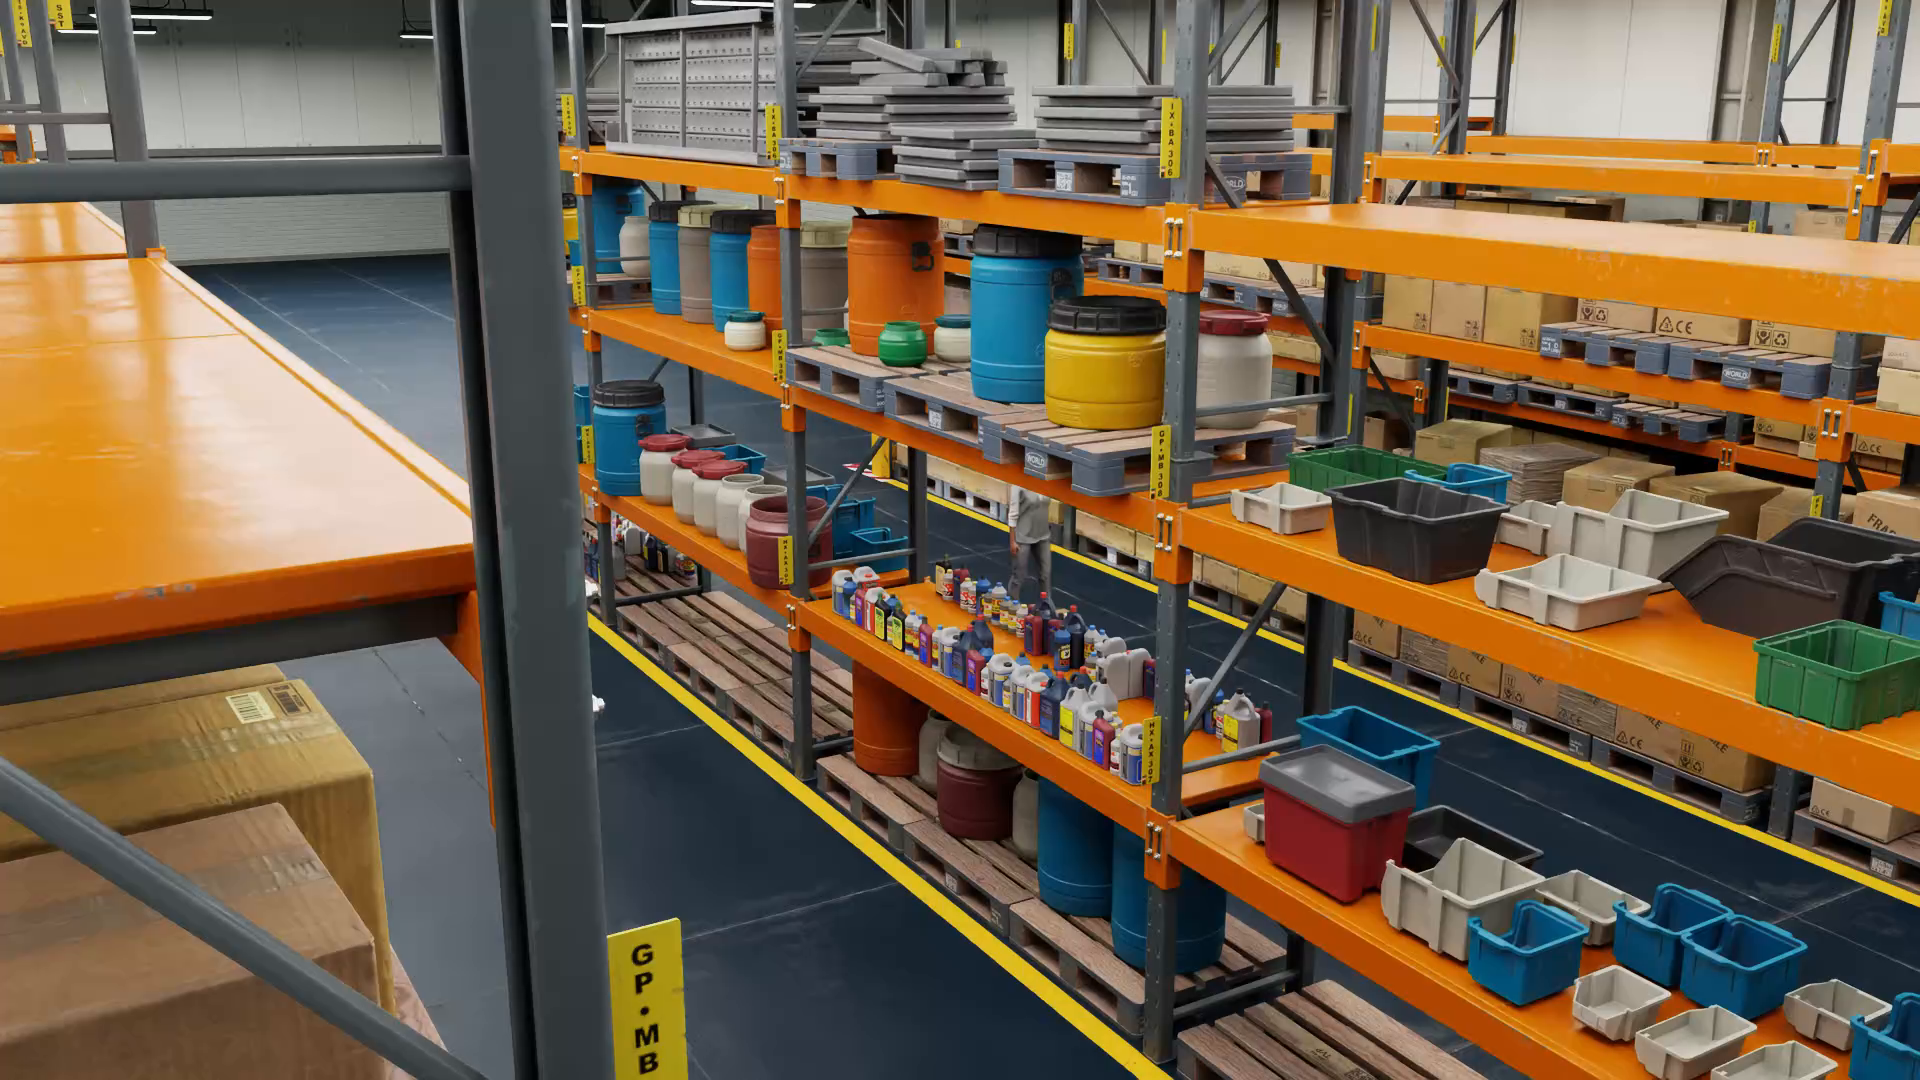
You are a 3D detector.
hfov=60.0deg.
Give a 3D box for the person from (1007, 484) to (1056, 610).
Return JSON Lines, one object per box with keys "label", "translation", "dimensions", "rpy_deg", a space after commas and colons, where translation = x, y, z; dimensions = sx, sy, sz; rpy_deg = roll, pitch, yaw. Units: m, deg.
{"label": "person", "translation": [0.655, 0.010, 14.482], "dimensions": [0.431, 1.597, 0.538], "rpy_deg": [-11, 19, -36]}
